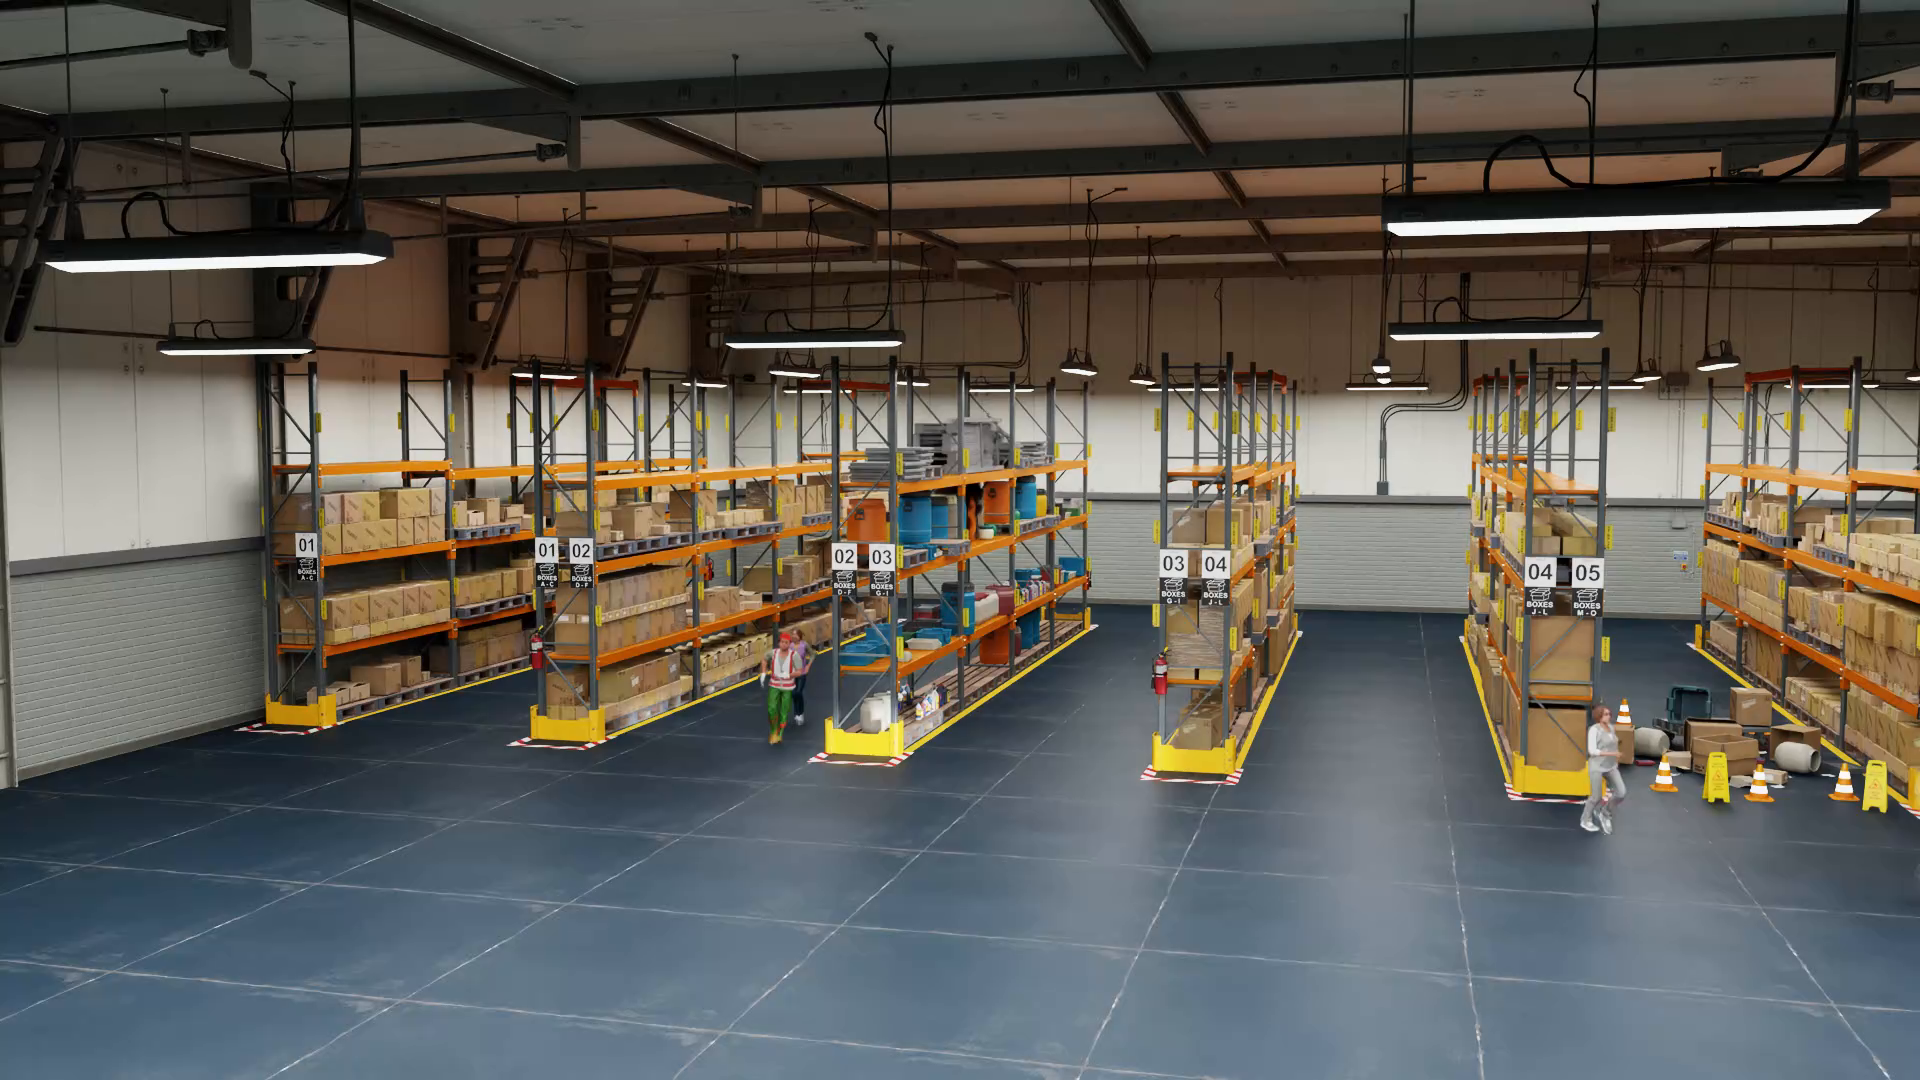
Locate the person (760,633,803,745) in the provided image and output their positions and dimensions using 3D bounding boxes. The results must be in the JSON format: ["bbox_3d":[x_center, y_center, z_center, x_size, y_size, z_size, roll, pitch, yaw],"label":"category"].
[{"bbox_3d":[-2.773,2.316,25.846,0.670,1.776,0.634,0,4,-4],"label":"person"}]

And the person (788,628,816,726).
[{"bbox_3d":[-2.701,2.268,27.576,0.514,1.618,0.640,1,4,13],"label":"person"}]

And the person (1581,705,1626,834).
[{"bbox_3d":[7.803,2.790,20.132,0.510,1.564,0.644,-2,4,-22],"label":"person"}]
